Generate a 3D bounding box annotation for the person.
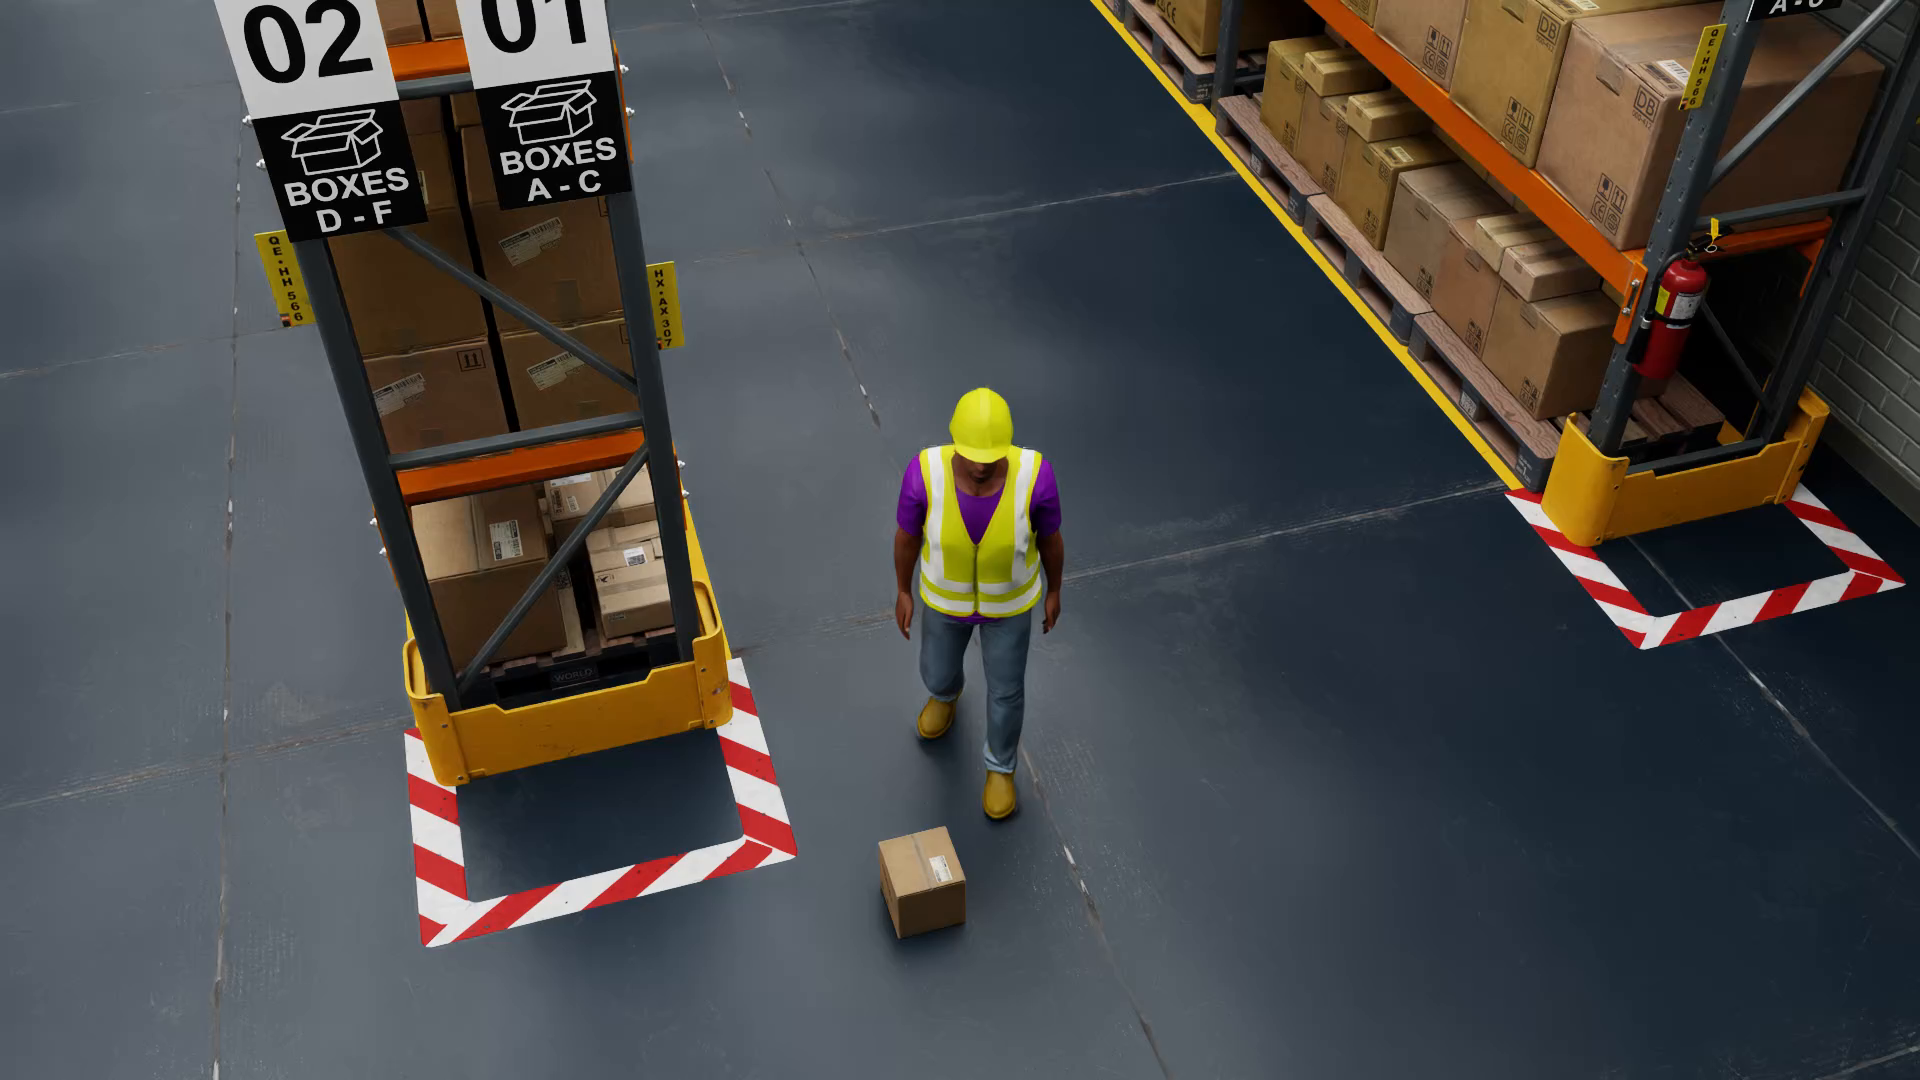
[{"bbox_3d":[0.063,0.200,5.913,0.594,1.767,0.665,3,42,3],"label":"person"}]
